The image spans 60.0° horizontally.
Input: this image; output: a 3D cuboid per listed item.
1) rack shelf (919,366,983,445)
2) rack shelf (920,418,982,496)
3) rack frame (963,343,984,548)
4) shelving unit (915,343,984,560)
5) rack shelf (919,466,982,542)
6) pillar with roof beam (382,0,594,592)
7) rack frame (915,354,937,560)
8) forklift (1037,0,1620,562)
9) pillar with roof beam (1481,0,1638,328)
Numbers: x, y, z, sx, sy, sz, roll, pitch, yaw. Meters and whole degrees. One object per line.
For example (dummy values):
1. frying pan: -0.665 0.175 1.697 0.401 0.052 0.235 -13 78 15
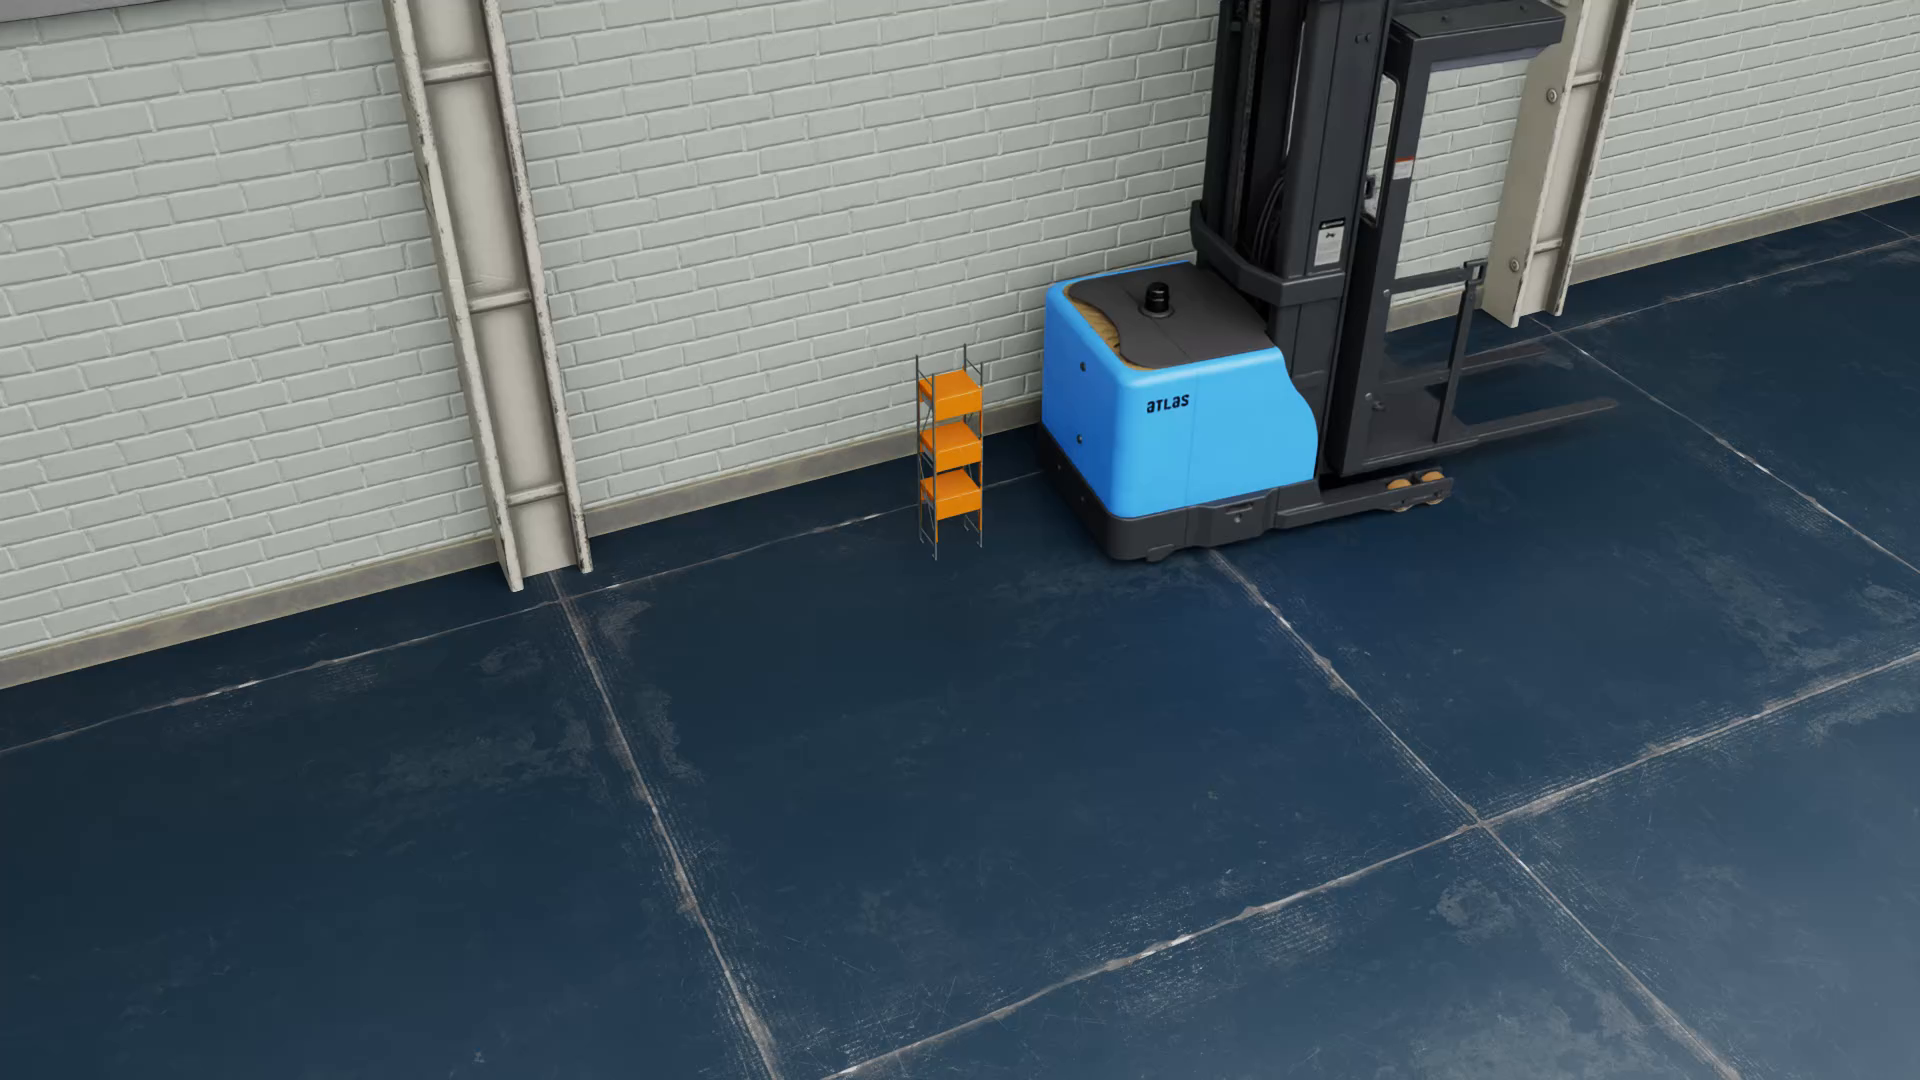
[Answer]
1. rack shelf: -0.048 -0.628 7.756 0.240 0.259 0.215 -16 39 -20
2. rack shelf: -0.048 -0.400 7.925 0.240 0.259 0.215 -16 39 -20
3. rack frame: 0.062 -0.439 7.961 0.008 1.050 0.200 -16 39 -20
4. shelving unit: -0.048 -0.408 7.919 0.252 1.050 0.215 -16 39 -20
5. rack shelf: -0.048 -0.176 8.091 0.240 0.259 0.215 -16 39 -20
6. pillar with roof beam: -0.189 -1.177 2.283 0.400 9.000 9.100 -16 39 -20
7. rack frame: -0.159 -0.377 7.877 0.008 1.050 0.200 -16 39 -20
8. forklift: 1.978 -1.603 7.951 3.031 2.935 1.130 -12 38 -16
9. pillar with roof beam: 5.242 -2.696 4.331 0.400 9.000 9.100 -16 39 -20
